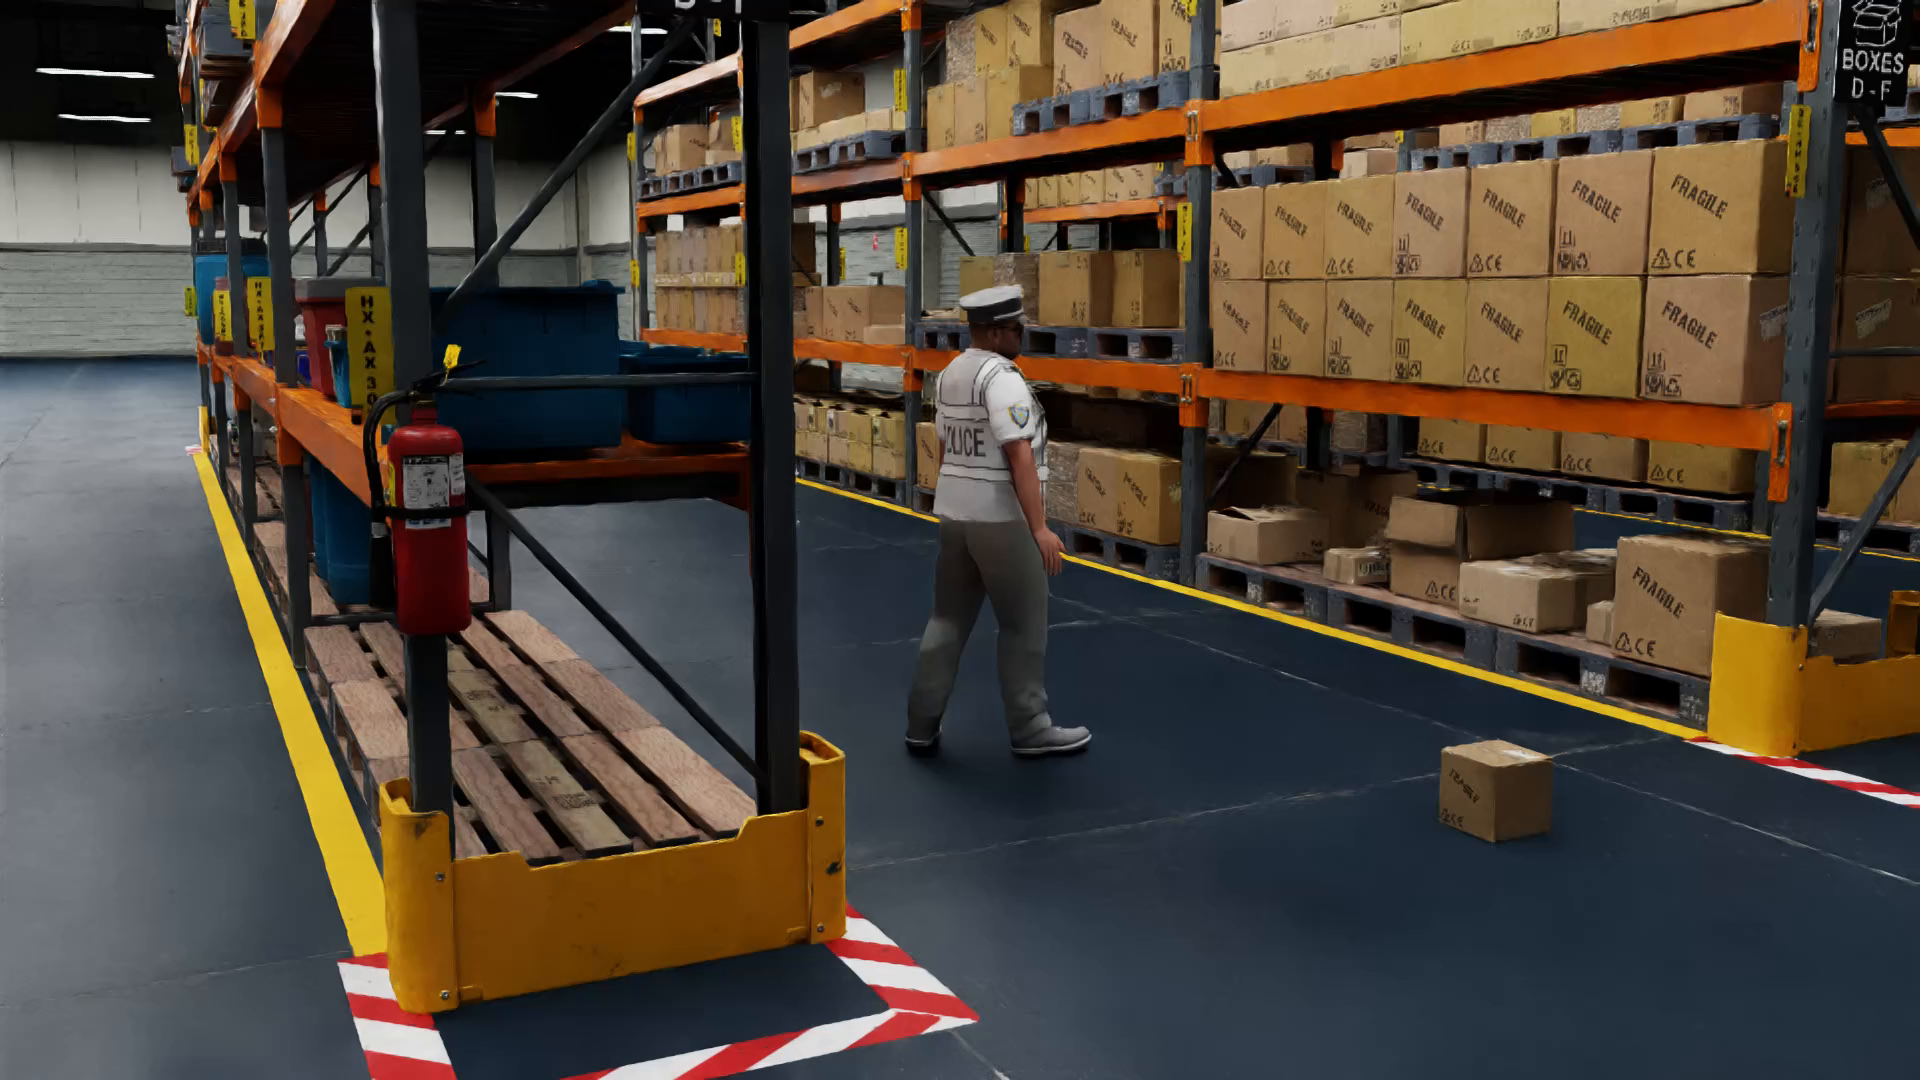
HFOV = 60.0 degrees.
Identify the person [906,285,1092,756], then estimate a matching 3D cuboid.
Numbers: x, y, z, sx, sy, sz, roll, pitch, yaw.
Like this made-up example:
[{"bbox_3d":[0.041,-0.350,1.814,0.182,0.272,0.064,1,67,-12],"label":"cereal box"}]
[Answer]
[{"bbox_3d":[0.156,-0.063,6.198,0.640,1.738,0.762,-6,10,-33],"label":"person"}]
